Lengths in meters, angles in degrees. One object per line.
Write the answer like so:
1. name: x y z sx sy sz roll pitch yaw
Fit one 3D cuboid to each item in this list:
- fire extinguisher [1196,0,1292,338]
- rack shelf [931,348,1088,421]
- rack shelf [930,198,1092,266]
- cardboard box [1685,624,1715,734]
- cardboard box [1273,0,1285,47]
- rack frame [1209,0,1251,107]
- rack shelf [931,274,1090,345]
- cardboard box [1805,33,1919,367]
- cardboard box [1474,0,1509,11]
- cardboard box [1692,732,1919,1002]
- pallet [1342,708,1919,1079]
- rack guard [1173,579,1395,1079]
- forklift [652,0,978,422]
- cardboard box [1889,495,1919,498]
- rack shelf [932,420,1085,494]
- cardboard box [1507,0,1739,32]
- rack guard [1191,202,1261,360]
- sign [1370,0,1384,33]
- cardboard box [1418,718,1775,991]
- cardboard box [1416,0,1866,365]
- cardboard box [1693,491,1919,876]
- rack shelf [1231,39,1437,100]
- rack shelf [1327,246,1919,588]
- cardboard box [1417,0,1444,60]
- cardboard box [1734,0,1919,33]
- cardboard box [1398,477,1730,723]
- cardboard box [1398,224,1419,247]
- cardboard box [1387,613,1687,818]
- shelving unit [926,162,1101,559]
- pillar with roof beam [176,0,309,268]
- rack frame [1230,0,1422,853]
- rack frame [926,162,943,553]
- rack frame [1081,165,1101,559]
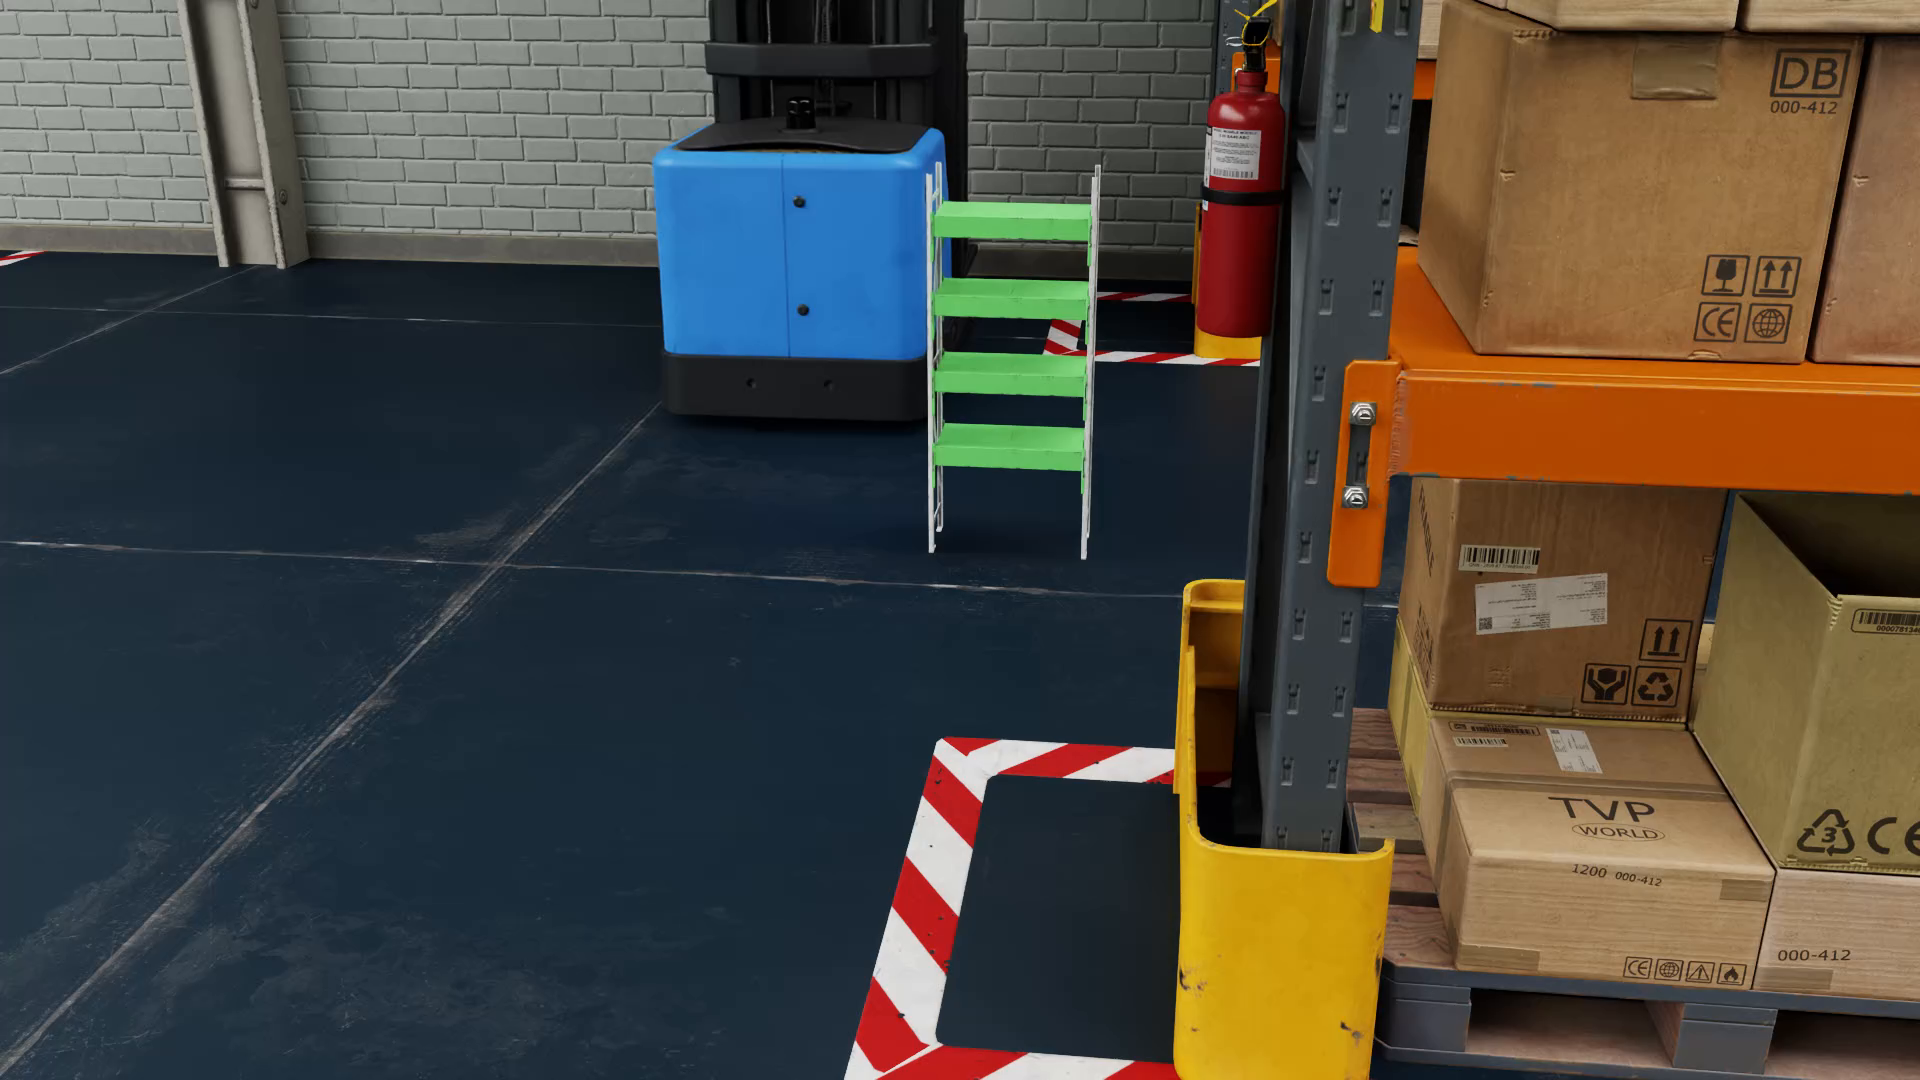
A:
1. fire extinguisher: 0.583 -0.759 3.385 0.183 0.674 0.296 2 22 6
2. rack shelf: 0.164 -0.491 5.225 0.480 0.148 0.258 2 22 6
3. rack shelf: 0.164 -0.938 5.048 0.480 0.148 0.258 2 22 6
4. cardboard box: 1.711 0.396 3.527 0.500 0.250 0.500 2 22 6
5. cardboard box: 1.712 -2.419 7.656 0.500 0.250 0.500 3 22 7
6. rack frame: 1.225 -2.429 7.504 0.127 3.000 1.000 2 22 6
7. rack shelf: 0.164 -0.715 5.136 0.480 0.148 0.258 2 22 6
8. cardboard box: 1.630 -0.621 2.794 0.500 0.500 0.700 3 22 8
9. cardboard box: 1.048 -1.021 2.925 0.250 0.149 0.380 2 22 5
10. cardboard box: 1.649 0.588 3.041 0.500 0.250 0.500 2 22 6
11. pallet: 1.410 0.694 3.396 1.213 0.211 1.003 2 22 6
12. rack guard: 0.622 0.541 3.391 0.348 0.500 1.175 2 22 6
13. forklift: -0.501 -2.321 7.323 1.130 2.935 3.031 2 22 5
14. cardboard box: 2.208 0.067 3.339 0.500 0.500 0.500 2 22 6
15. rack shelf: 0.164 -0.268 5.313 0.480 0.148 0.258 2 22 6
16. cardboard box: 1.010 -0.873 2.549 0.250 0.149 0.380 2 22 6
17. rack guard: 1.301 -1.263 7.955 0.348 0.500 1.175 2 22 6
18. sign: 0.575 -0.857 2.243 0.005 0.325 0.100 2 22 6
19. cardboard box: 1.152 0.568 3.093 0.500 0.250 0.500 2 22 6
20. cardboard box: 1.108 -0.642 2.847 0.500 0.500 0.700 3 22 6
21. cardboard box: 1.649 0.240 2.902 0.500 0.500 0.500 2 22 6
22. rack shelf: 3.211 -2.008 7.417 4.000 0.370 1.077 2 22 6
23. rack shelf: 2.632 -0.199 2.842 4.000 0.370 1.077 2 22 6
24. cardboard box: 2.190 -2.214 7.137 0.500 0.250 0.500 2 22 5
25. cardboard box: 1.273 -0.862 2.523 0.250 0.149 0.380 2 22 5
26. cardboard box: 1.214 0.029 3.435 0.500 0.500 0.500 2 22 6
27. cardboard box: 1.902 -1.320 7.758 0.500 0.311 0.500 0 22 0
28. cardboard box: 1.213 0.379 3.571 0.500 0.250 0.500 2 22 6
29. shelving unit: 0.164 -0.551 5.201 0.503 1.200 0.258 2 22 6
30. pillar with roof beam: -4.443 -4.192 3.804 0.400 9.000 9.100 2 22 6
31. rack frame: 0.646 -0.620 2.929 0.127 3.000 1.000 2 22 6
32. rack frame: -0.078 -0.561 5.228 0.015 1.200 0.240 2 22 6
33. rack frame: 0.407 -0.540 5.174 0.015 1.200 0.240 2 22 6
